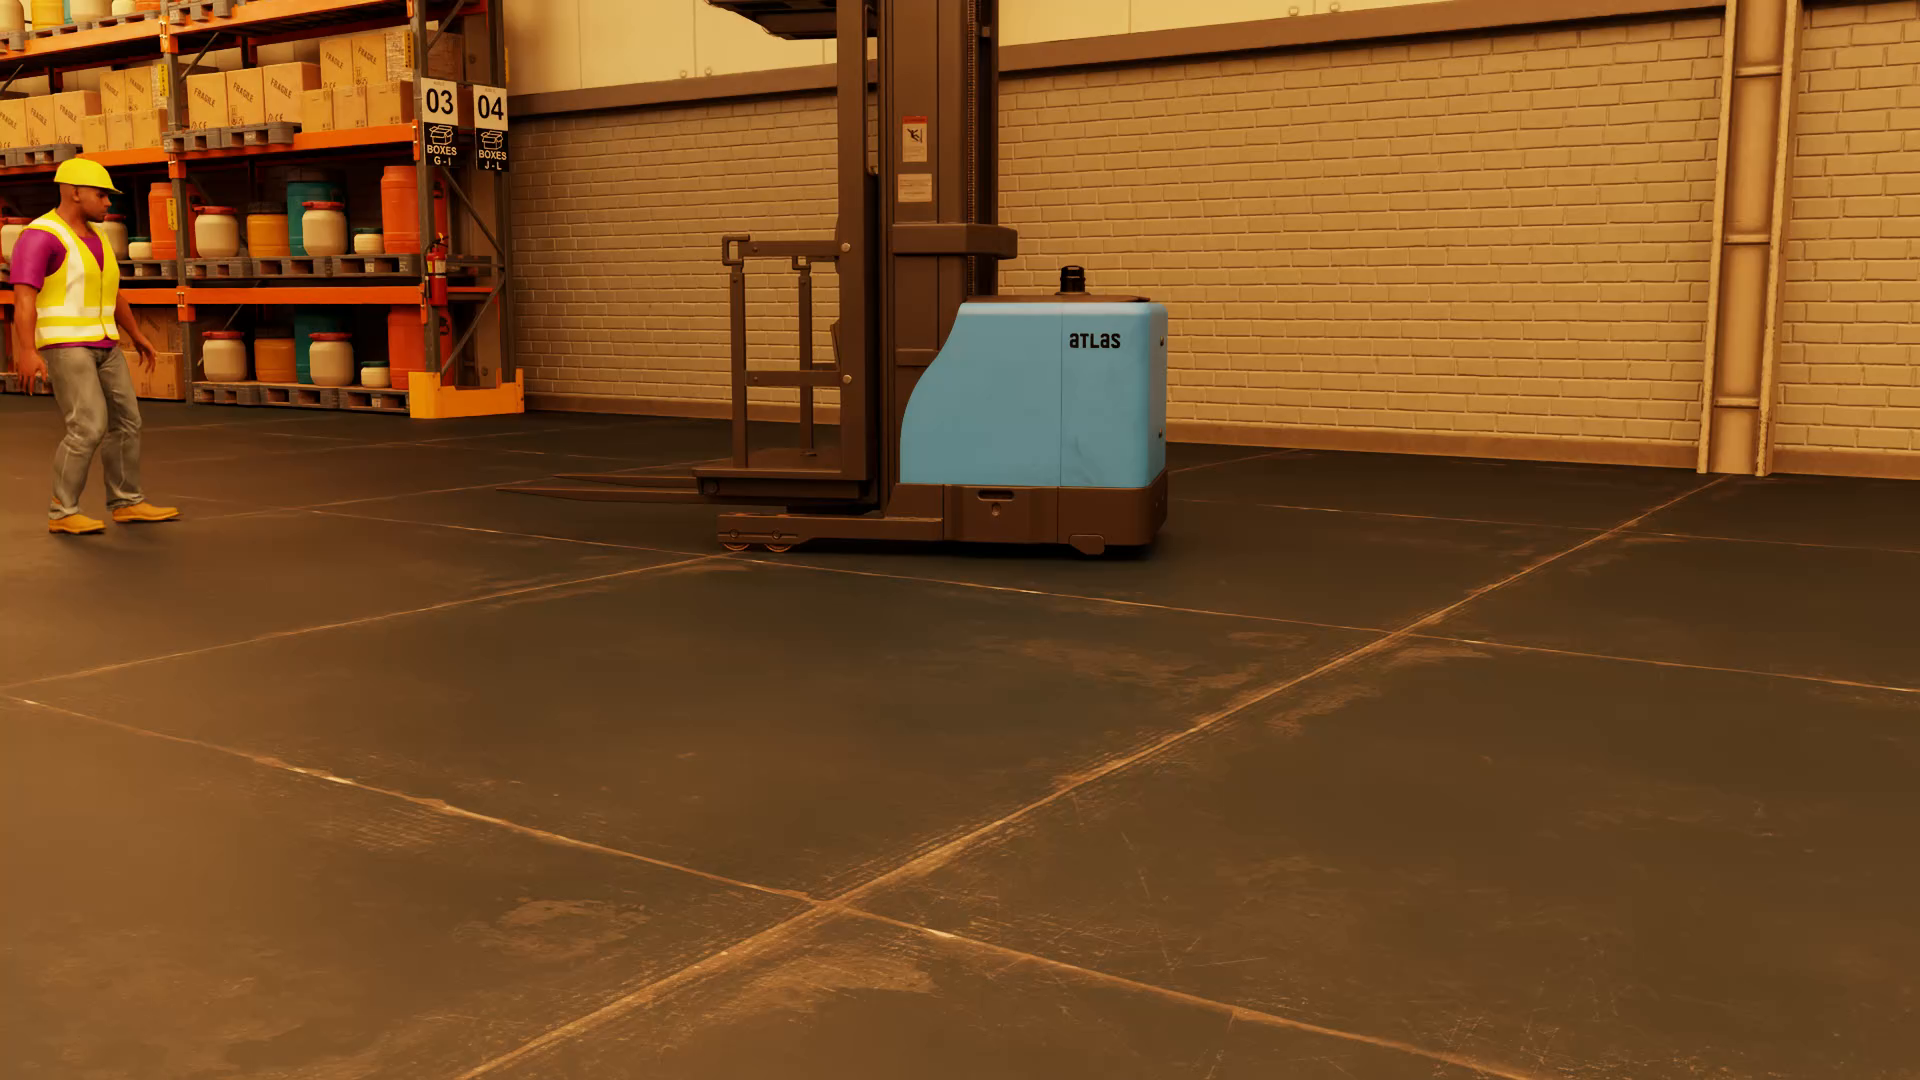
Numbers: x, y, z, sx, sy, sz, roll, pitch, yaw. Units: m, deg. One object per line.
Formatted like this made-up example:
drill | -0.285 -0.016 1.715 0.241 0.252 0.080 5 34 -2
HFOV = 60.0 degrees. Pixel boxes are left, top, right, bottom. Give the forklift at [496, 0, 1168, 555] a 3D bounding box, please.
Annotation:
forklift | -0.596 -1.469 7.520 3.031 2.935 1.130 2 8 12

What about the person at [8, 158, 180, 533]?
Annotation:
person | -4.120 -0.914 7.855 0.413 1.741 0.815 1 8 4
